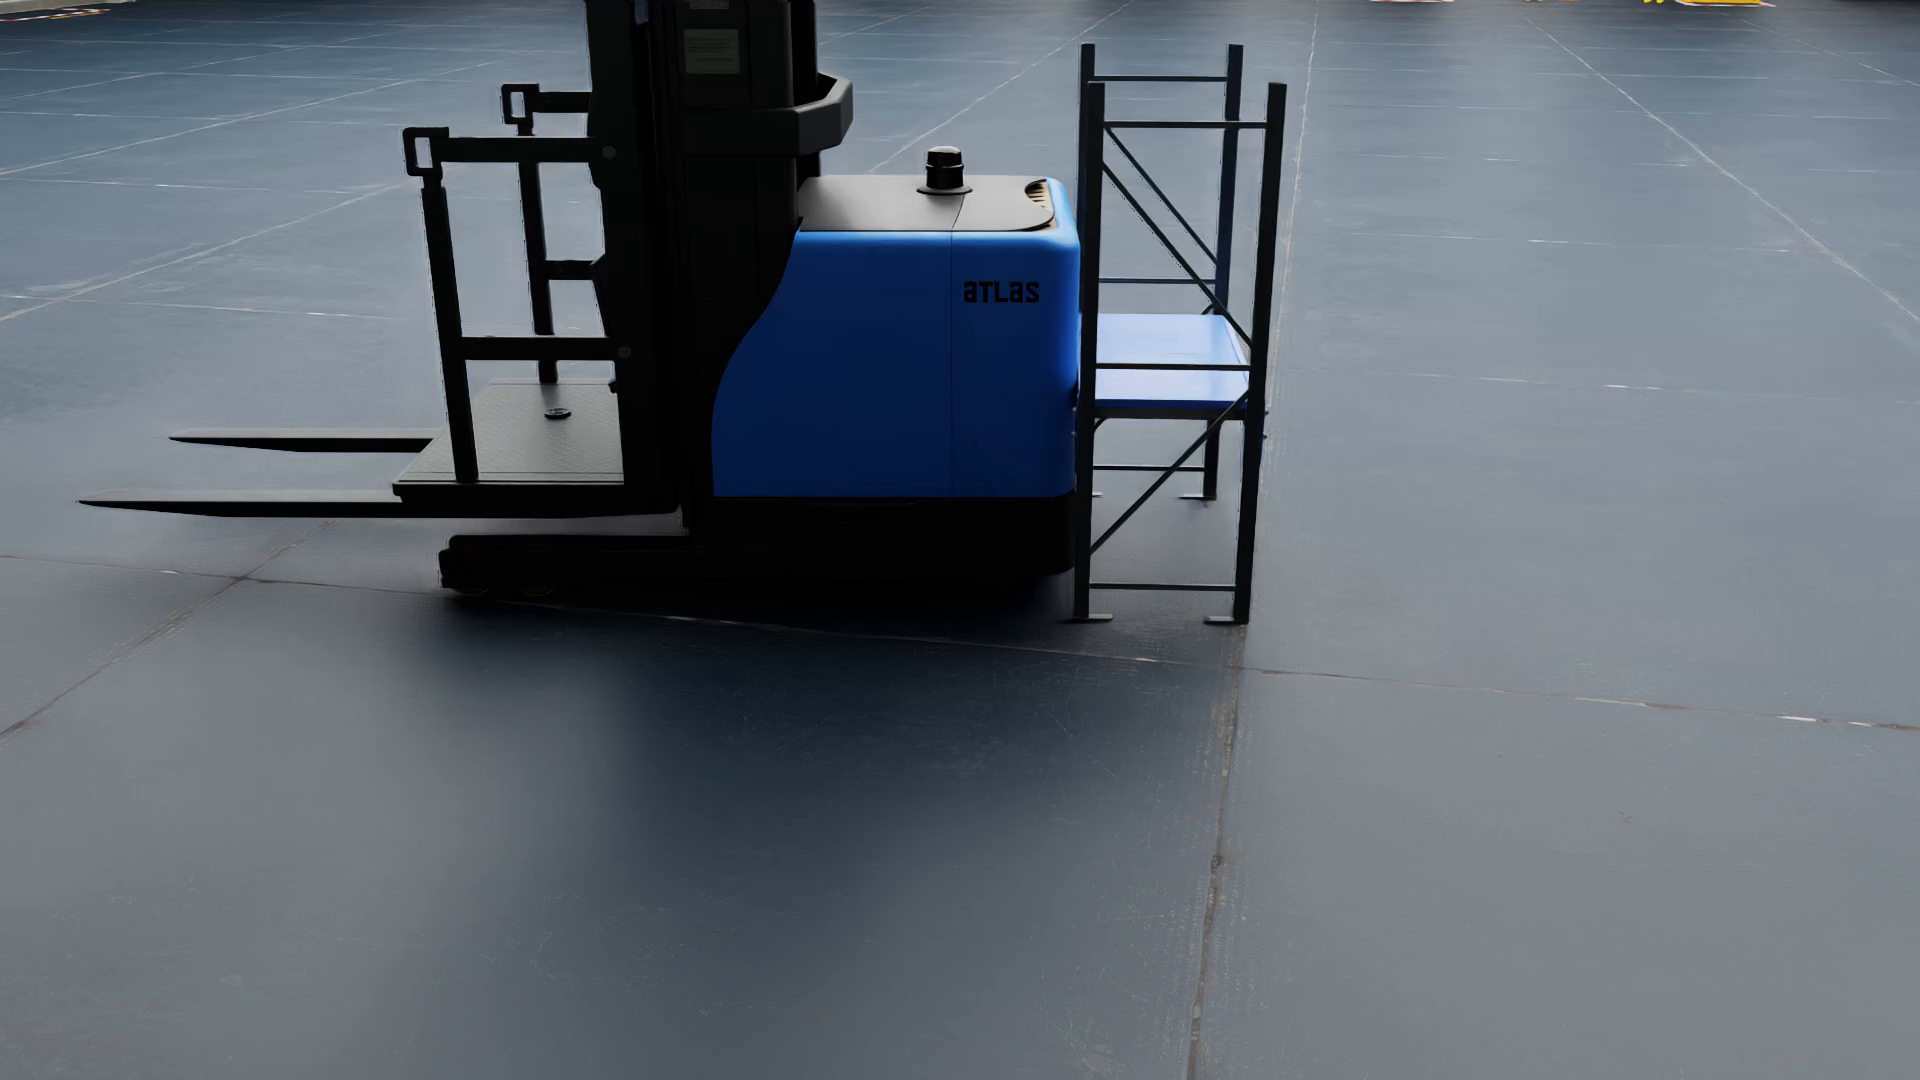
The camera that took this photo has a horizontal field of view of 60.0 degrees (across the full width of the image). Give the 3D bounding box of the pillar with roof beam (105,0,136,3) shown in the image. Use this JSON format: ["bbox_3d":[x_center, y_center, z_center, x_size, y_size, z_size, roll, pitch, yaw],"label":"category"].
[{"bbox_3d":[-9.530,-12.643,24.700,9.100,9.000,0.400,4,22,11],"label":"pillar with roof beam"}]

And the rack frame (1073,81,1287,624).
[{"bbox_3d":[0.577,-0.466,4.503,0.500,1.500,0.032,1,22,3],"label":"rack frame"}]

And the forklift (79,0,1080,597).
[{"bbox_3d":[-1.162,-1.389,4.879,3.031,2.935,1.130,0,22,1],"label":"forklift"}]

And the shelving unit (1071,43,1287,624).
[{"bbox_3d":[0.602,-0.655,4.973,0.538,1.500,1.048,1,22,3],"label":"shelving unit"}]

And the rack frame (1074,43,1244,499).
[{"bbox_3d":[0.628,-0.845,5.444,0.500,1.500,0.032,1,22,3],"label":"rack frame"}]

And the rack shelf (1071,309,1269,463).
[{"bbox_3d":[0.602,-0.489,5.041,0.538,0.185,1.000,1,22,3],"label":"rack shelf"}]

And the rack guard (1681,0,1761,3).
[{"bbox_3d":[12.448,-9.041,27.132,1.175,0.500,0.348,4,22,11],"label":"rack guard"}]

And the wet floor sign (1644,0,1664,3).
[{"bbox_3d":[11.347,-9.092,27.066,0.267,0.644,0.232,13,25,29],"label":"wet floor sign"}]
